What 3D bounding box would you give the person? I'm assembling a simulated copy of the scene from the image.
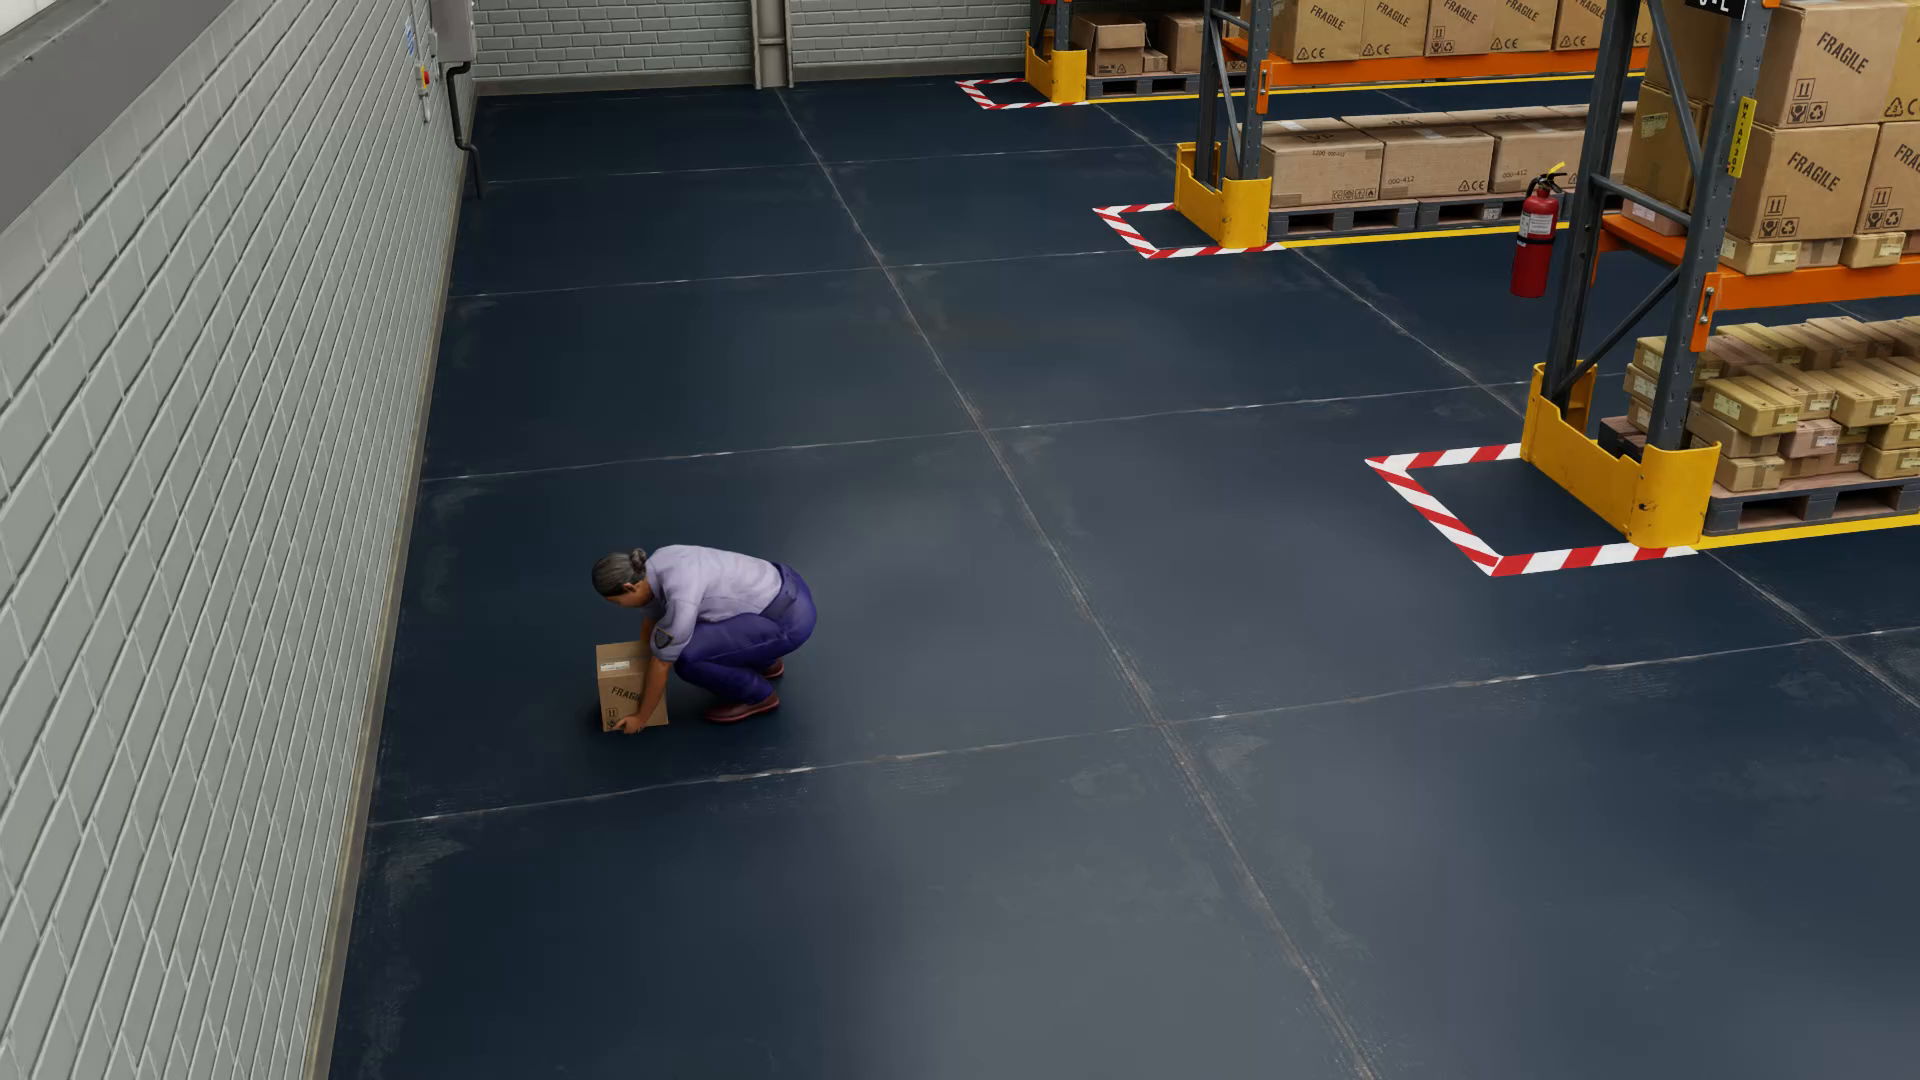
[{"bbox_3d":[-0.987,0.348,6.531,0.848,0.816,0.513,-6,28,-12],"label":"person"}]
